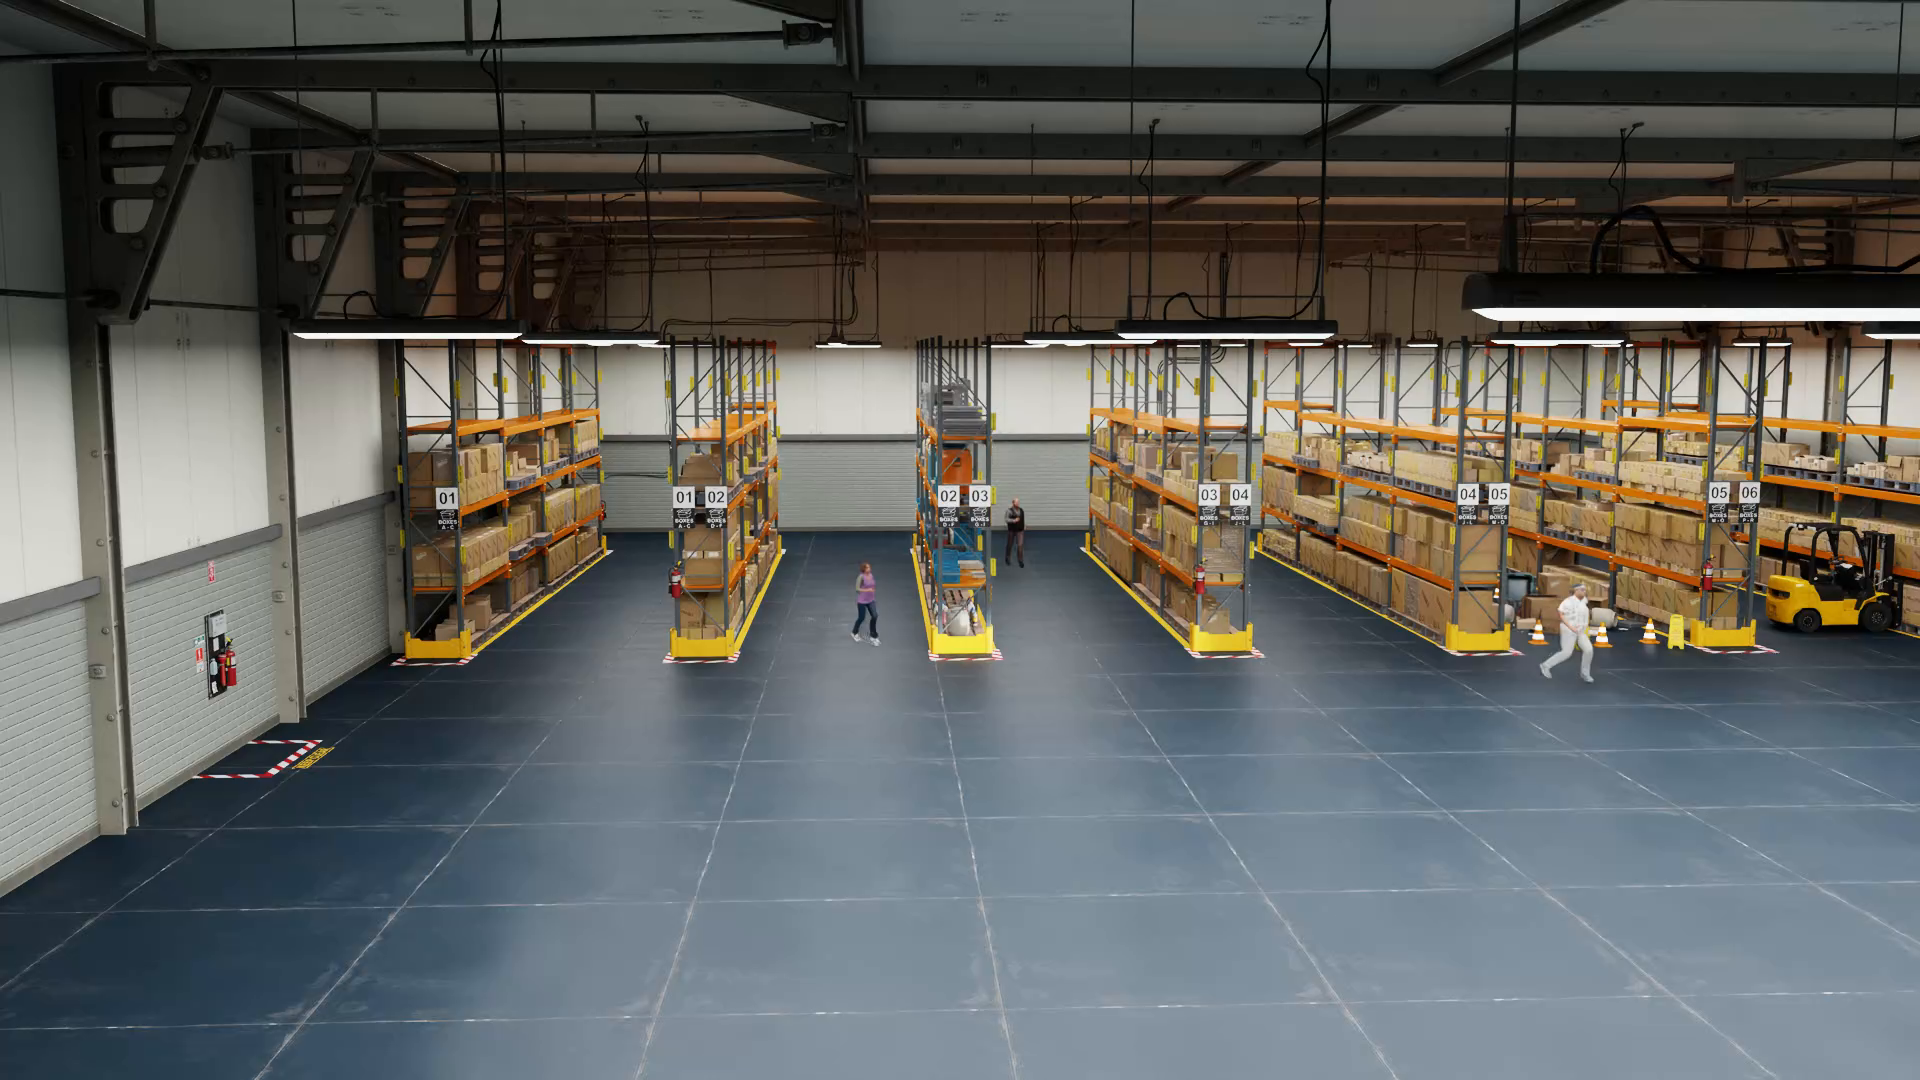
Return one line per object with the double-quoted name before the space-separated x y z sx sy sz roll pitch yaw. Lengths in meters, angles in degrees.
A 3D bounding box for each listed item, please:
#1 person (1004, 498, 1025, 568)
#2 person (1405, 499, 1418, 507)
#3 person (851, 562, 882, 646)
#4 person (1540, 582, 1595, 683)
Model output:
"person" 1.404 -0.197 42.336 0.645 1.746 0.910 -2 7 -20
"person" 13.674 -0.903 50.621 0.595 1.748 0.633 -2 7 -18
"person" -1.872 1.235 32.474 0.531 1.630 0.751 -6 9 -40
"person" 10.644 1.603 28.940 0.897 1.788 0.736 -5 8 -35
